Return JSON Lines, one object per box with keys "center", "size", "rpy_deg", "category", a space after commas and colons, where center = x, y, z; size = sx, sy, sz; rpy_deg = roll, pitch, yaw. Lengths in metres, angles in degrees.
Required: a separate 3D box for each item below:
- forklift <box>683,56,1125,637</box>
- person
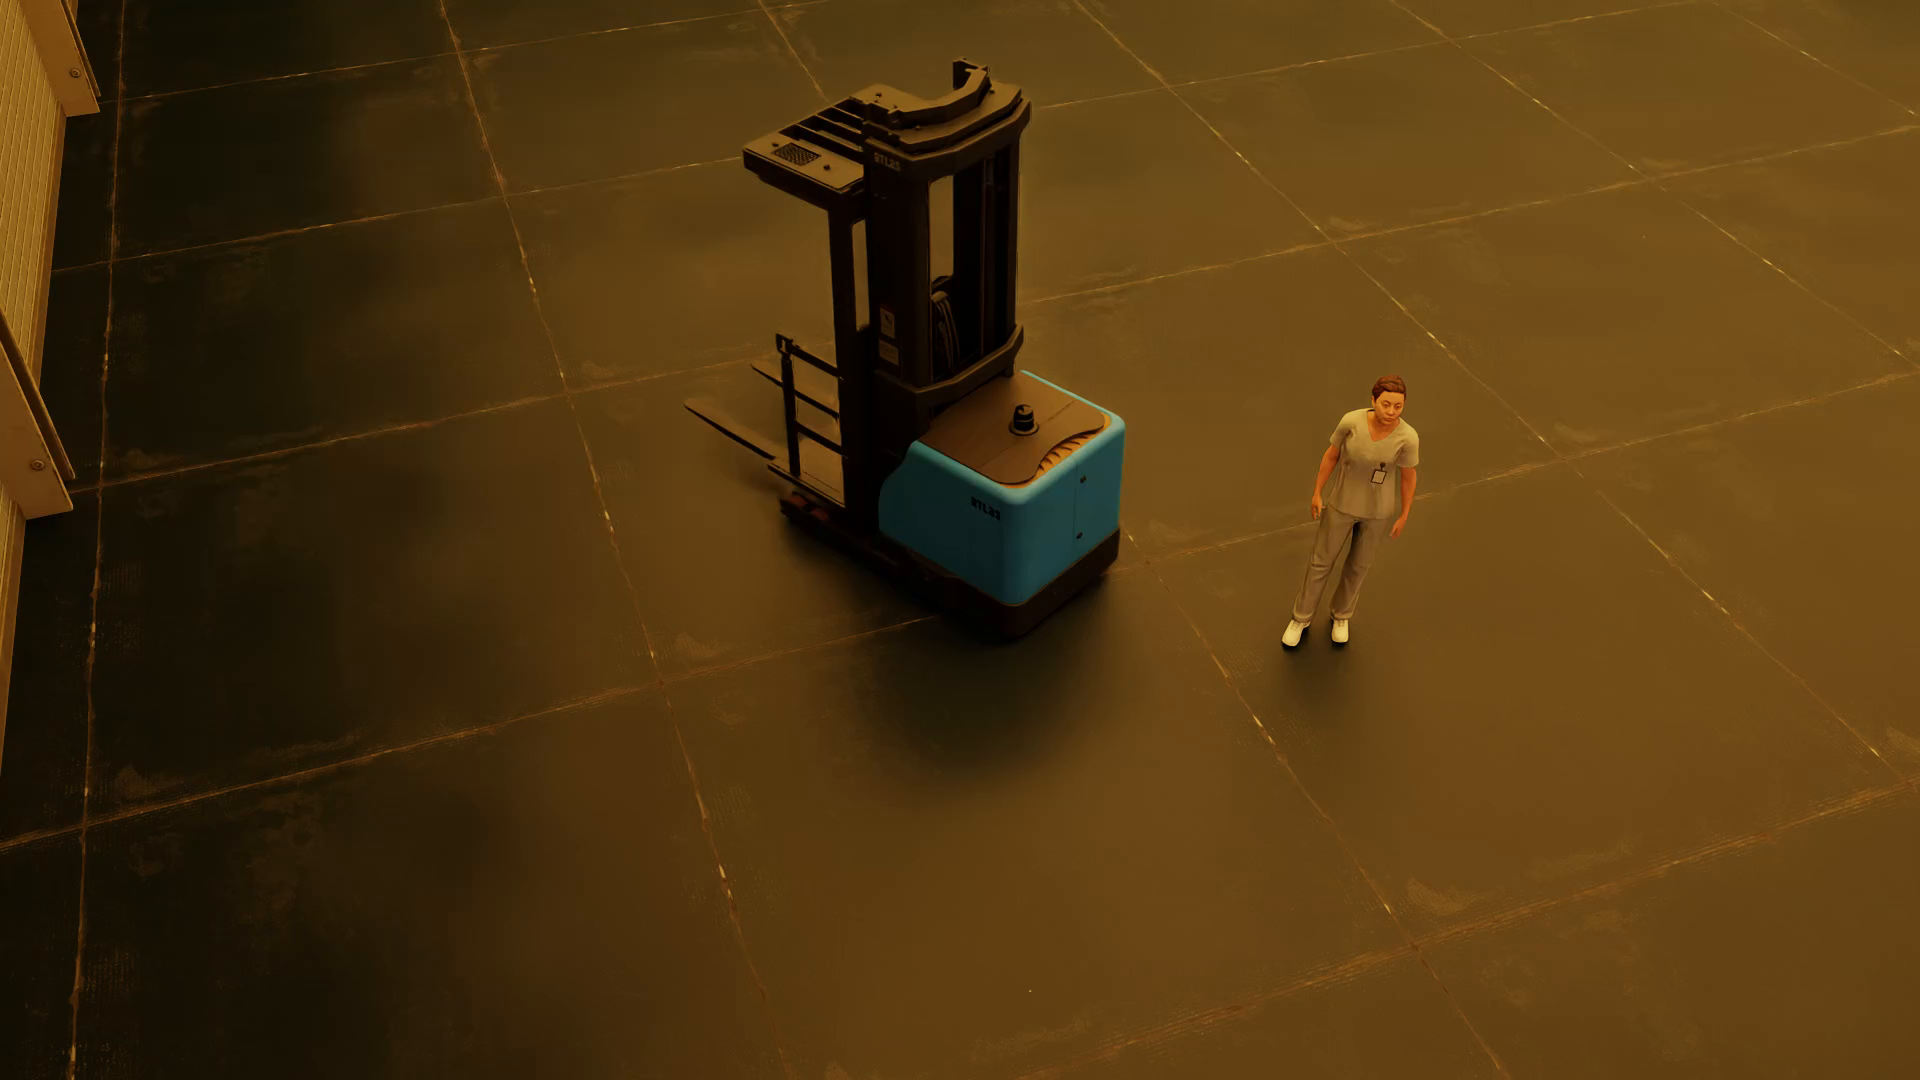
{"center": [-0.484, -1.381, 9.641], "size": [3.031, 2.935, 1.130], "rpy_deg": [30, 48, 30], "category": "forklift"}
{"center": [2.179, -0.135, 9.129], "size": [0.548, 1.663, 0.549], "rpy_deg": [12, 41, 14], "category": "person"}
